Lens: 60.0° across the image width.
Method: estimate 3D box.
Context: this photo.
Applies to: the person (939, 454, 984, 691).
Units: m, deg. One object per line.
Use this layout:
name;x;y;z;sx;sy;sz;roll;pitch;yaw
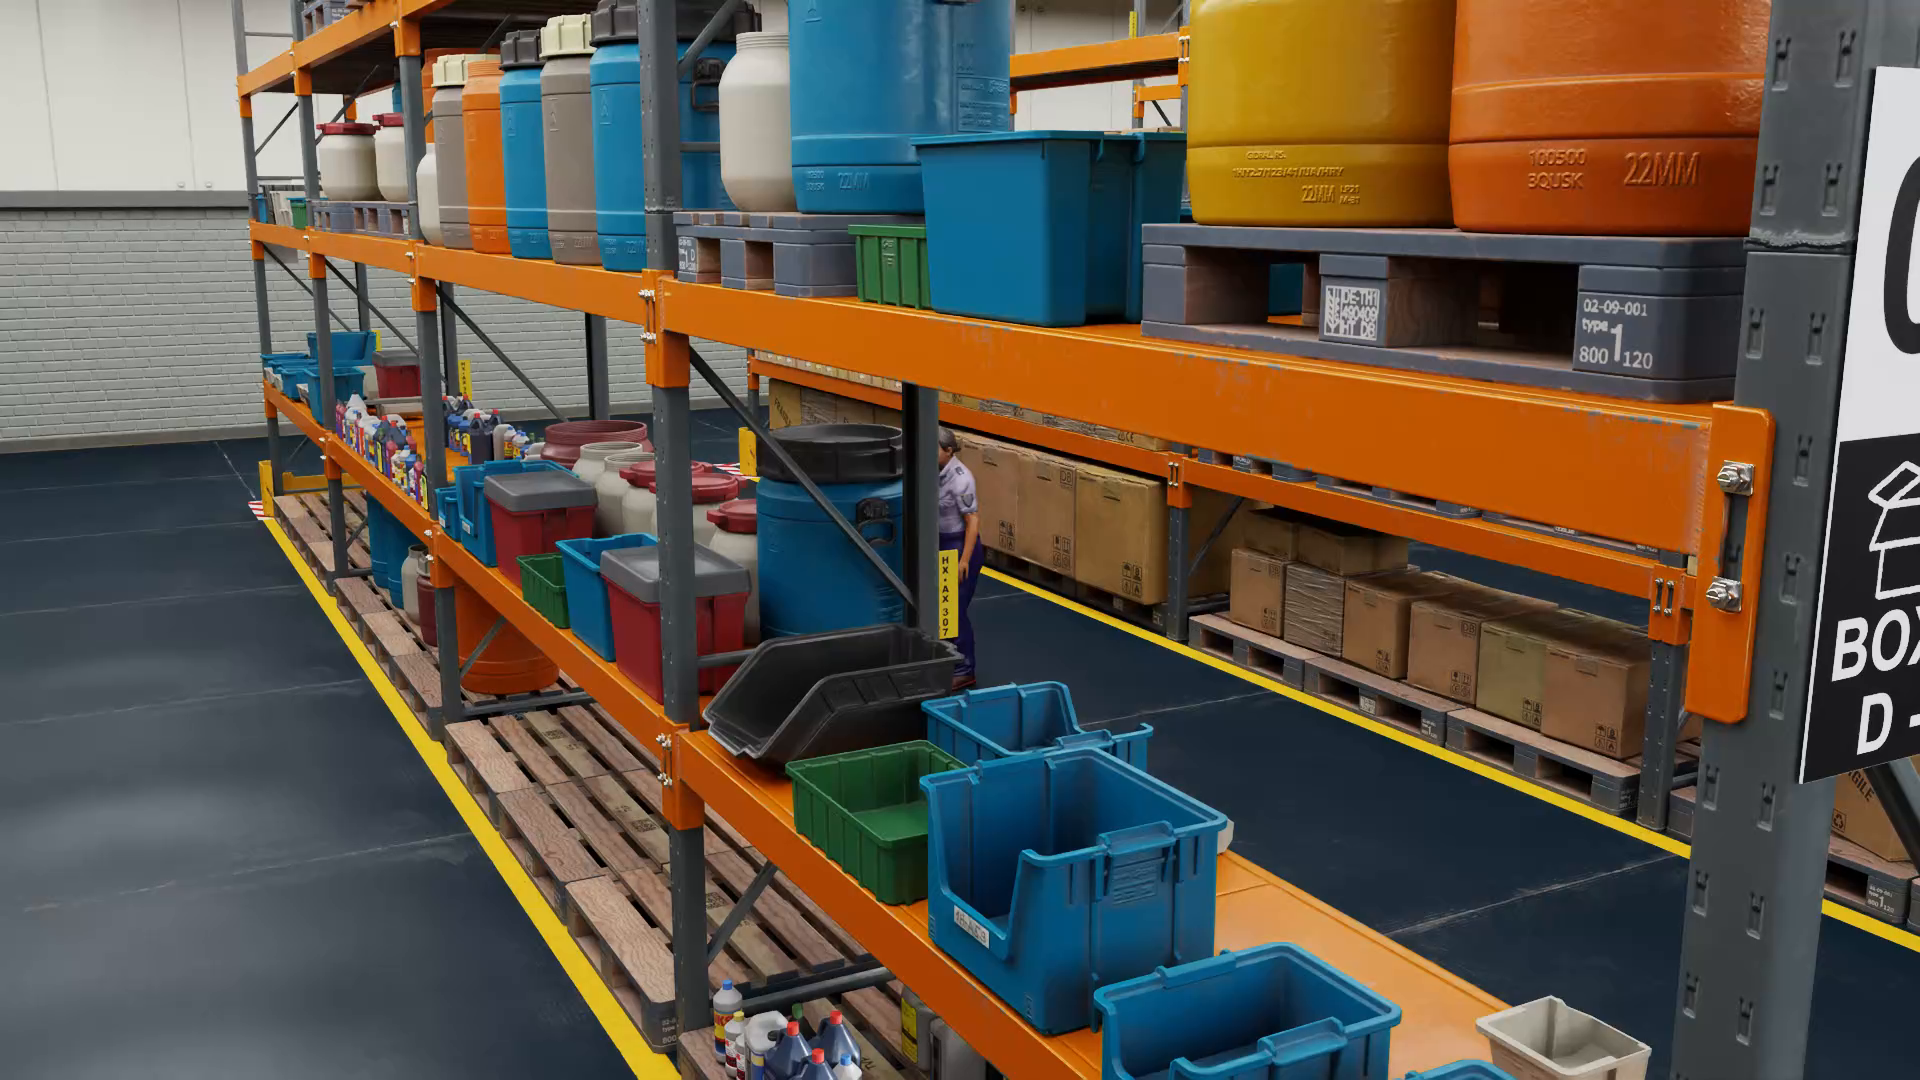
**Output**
person;-0.072;0.183;10.524;0.363;1.477;0.543;-7;14;-29
